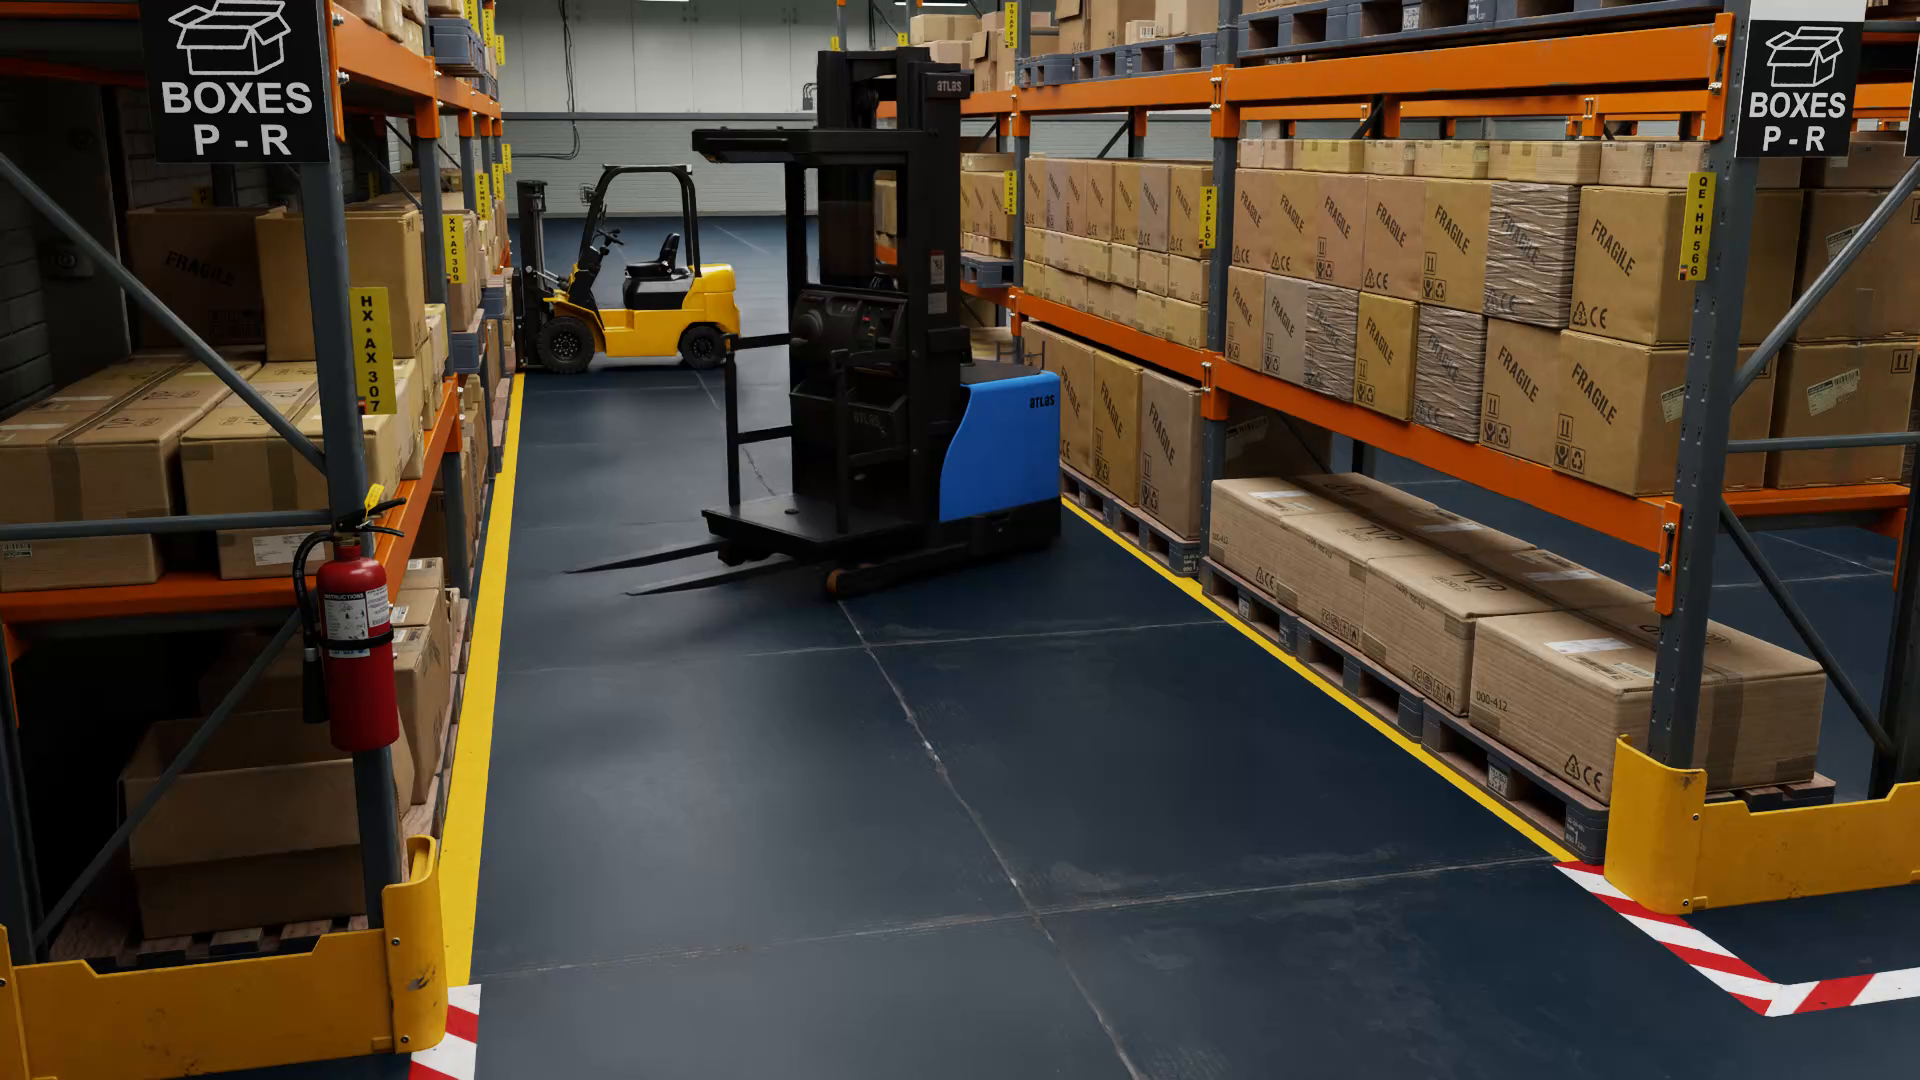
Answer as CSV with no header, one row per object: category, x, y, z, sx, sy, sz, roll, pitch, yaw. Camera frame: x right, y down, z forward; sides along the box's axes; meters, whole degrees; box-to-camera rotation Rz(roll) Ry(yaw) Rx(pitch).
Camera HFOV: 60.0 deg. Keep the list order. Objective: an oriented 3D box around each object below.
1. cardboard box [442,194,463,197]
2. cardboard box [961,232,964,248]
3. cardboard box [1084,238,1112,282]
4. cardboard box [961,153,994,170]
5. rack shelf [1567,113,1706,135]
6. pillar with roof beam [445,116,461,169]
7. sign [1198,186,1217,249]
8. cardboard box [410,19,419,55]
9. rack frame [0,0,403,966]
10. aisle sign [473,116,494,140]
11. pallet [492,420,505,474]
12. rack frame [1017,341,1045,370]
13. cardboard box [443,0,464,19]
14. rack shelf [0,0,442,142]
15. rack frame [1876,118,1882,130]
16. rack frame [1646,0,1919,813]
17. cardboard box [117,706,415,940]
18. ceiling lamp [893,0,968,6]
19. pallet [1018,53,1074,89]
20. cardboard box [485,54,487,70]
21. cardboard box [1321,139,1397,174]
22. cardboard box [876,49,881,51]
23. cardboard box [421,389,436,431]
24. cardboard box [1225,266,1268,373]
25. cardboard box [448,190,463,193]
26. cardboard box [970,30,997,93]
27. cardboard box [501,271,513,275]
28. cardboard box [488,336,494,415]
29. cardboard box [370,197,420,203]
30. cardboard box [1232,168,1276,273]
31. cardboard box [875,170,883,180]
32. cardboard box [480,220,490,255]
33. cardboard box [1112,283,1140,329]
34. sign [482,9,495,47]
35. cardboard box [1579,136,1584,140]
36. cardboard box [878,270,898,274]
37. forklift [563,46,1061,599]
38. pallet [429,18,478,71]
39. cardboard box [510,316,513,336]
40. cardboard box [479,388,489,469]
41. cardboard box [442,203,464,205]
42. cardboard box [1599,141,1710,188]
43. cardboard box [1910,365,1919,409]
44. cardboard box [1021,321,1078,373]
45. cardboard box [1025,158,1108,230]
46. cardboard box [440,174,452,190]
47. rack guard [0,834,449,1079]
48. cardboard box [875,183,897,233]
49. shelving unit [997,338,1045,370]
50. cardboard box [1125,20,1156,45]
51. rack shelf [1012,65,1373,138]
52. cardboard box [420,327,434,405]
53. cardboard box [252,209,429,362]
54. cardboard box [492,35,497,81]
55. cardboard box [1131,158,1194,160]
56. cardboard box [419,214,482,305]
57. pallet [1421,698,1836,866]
cardboard box,-4.470,-2.978,14.720,0.380,0.149,0.250,-3,14,-13
cardboard box,0.166,-2.651,14.603,0.380,0.149,0.250,-4,14,-15
cardboard box,1.124,-1.840,10.902,0.500,0.250,0.500,-3,14,-12
cardboard box,0.095,-3.416,14.998,0.380,0.149,0.250,-2,14,-10
rack shelf,9.137,-5.198,20.578,1.077,0.370,4.000,-3,14,-13
pillar with roof beam,-6.545,-10.818,35.744,9.100,9.000,0.400,-3,14,-13
sign,1.327,-1.722,8.884,0.100,0.325,0.005,-3,14,-13
cardboard box,-2.546,-2.165,7.179,0.380,0.149,0.250,-3,14,-13
rack frame,-2.032,-0.031,4.232,1.000,3.000,0.127,-3,14,-13
aisle sign,-5.520,-5.016,19.161,0.394,0.787,0.004,-3,14,-13
pallet,-4.066,-0.714,12.903,1.003,0.211,1.213,-3,14,-13
rack frame,0.445,-0.662,10.607,0.240,1.200,0.006,-12,19,-42
cardboard box,-2.813,-2.810,8.722,0.380,0.149,0.250,-3,14,-12
rack shelf,-2.502,-1.600,5.850,1.077,0.370,4.000,-3,14,-13
rack frame,13.481,-4.828,23.867,1.000,3.000,0.127,-3,14,-13
rack frame,2.792,-0.308,5.368,1.000,3.000,0.127,-3,14,-13
cardboard box,-2.084,0.832,5.078,0.797,0.503,0.637,-4,14,-15
ceiling lamp,-0.841,-15.967,44.521,2.000,3.185,0.800,-3,14,-13
pallet,1.116,-3.374,11.993,1.213,0.211,1.003,-3,14,-11
cardboard box,-4.661,-4.507,15.668,0.380,0.149,0.250,-3,14,-12
cardboard box,1.884,-1.755,7.604,0.380,0.149,0.250,-4,14,-15
cardboard box,-0.683,-5.155,17.738,0.380,0.149,0.250,-3,14,-13
cardboard box,-2.362,-0.535,6.826,0.380,0.149,0.250,-3,14,-14
cardboard box,1.708,-1.157,8.630,0.500,0.500,0.500,-3,14,-11
cardboard box,-4.670,-3.251,15.835,0.380,0.149,0.250,-4,14,-14
cardboard box,0.527,-4.011,13.988,0.797,0.503,0.637,-3,14,-13
cardboard box,-5.253,-2.869,18.654,0.500,0.250,0.500,-3,14,-12
cardboard box,-4.364,-1.377,13.861,0.875,0.625,0.625,-4,14,-16
cardboard box,-4.793,-2.831,14.115,0.380,0.149,0.250,-3,14,-13
cardboard box,1.729,-1.642,8.510,0.500,0.500,0.500,-3,14,-13
cardboard box,-0.634,-4.572,19.878,0.700,0.500,0.500,-4,14,-15
cardboard box,-4.000,-2.399,13.191,0.500,0.250,0.500,-4,14,-15
cardboard box,1.283,-1.483,10.491,0.500,0.250,0.500,-4,14,-15
sign,-4.325,-4.693,15.242,0.100,0.325,0.005,-3,14,-13
cardboard box,8.531,-5.088,21.990,0.500,0.500,0.500,-3,14,-13
cardboard box,-0.802,-2.788,18.848,0.500,0.500,0.500,-3,14,-12
forklift,-0.789,-1.237,9.316,3.031,2.935,1.130,-13,19,-42
pallet,-3.057,-2.474,8.307,1.213,0.211,1.003,-3,14,-13
cardboard box,-4.784,-2.155,16.783,0.500,0.250,0.500,-3,14,-13
cardboard box,-3.603,-0.780,11.683,0.500,0.500,0.500,-3,14,-12
cardboard box,-3.923,-2.509,12.798,0.380,0.149,0.250,-3,14,-13
cardboard box,2.430,-1.286,5.688,0.380,0.149,0.250,-3,14,-12
cardboard box,6.219,-1.042,11.173,0.500,0.250,0.500,-4,14,-15
cardboard box,0.994,-1.162,12.453,0.875,0.875,0.875,-3,14,-14
cardboard box,0.791,-2.561,12.270,0.500,0.500,0.500,-4,14,-15
cardboard box,-4.803,-3.452,16.030,0.380,0.149,0.250,-3,14,-12
rack guard,-2.050,1.166,4.601,1.175,0.500,0.348,-3,14,-13
cardboard box,-0.626,-3.596,17.988,0.500,0.500,0.500,-3,14,-12
shelving unit,0.382,-0.679,10.672,0.258,1.200,0.189,-12,19,-42
cardboard box,1.262,-3.206,10.518,0.380,0.166,0.250,-2,14,-8
rack shelf,1.383,-2.800,10.763,1.077,0.370,4.000,-3,14,-13
cardboard box,-2.379,-0.691,6.623,0.500,0.250,0.500,-3,14,-14
cardboard box,-2.230,-0.932,6.032,0.500,0.500,0.500,-3,14,-12
cardboard box,-5.449,-5.391,18.548,0.500,0.500,0.500,-3,14,-11
cardboard box,1.417,-2.465,11.881,0.500,0.500,0.500,-3,14,-12
cardboard box,-3.174,-1.631,9.685,0.700,0.500,0.500,-3,14,-13
pallet,2.528,0.866,6.436,1.003,0.211,1.213,-3,14,-13
